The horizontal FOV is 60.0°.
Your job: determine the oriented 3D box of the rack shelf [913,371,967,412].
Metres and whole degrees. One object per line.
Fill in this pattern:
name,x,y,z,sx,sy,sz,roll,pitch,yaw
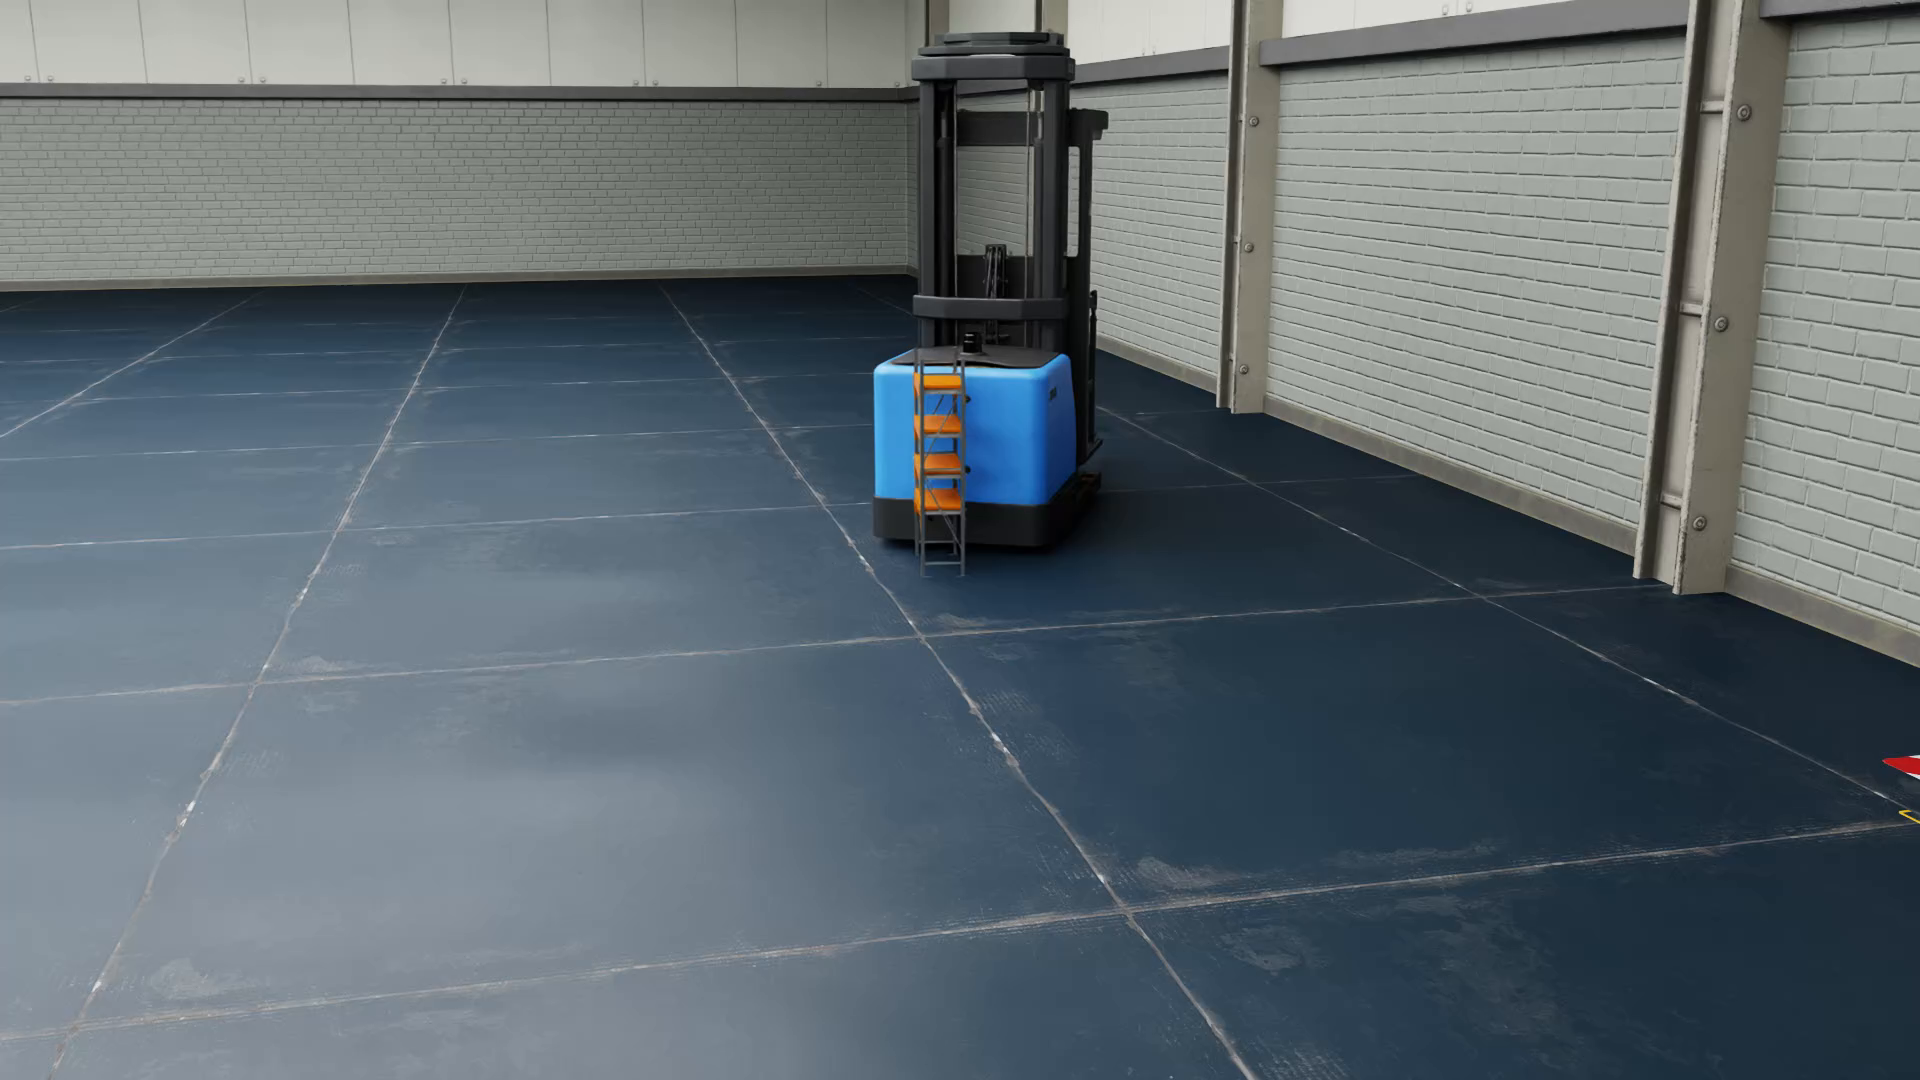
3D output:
rack shelf,-0.115,-0.815,9.081,0.258,0.148,0.480,-1,14,-5

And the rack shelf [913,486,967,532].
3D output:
rack shelf,-0.115,-0.175,9.237,0.258,0.148,0.480,-1,14,-5

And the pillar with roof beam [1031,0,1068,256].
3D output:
pillar with roof beam,-3.121,-6.665,18.249,9.100,9.000,0.400,-3,14,-13

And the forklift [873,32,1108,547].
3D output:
forklift,0.330,-1.689,10.665,1.130,2.935,3.031,3,14,13

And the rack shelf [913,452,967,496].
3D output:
rack shelf,-0.115,-0.368,9.190,0.258,0.148,0.480,-1,14,-5

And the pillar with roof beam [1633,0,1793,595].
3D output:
pillar with roof beam,-0.303,-3.897,6.918,9.100,9.000,0.400,-3,14,-13

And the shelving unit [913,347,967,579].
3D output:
shelving unit,-0.115,-0.434,9.174,0.258,1.200,0.503,-1,14,-5

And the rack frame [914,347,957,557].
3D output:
rack frame,-0.137,-0.491,9.410,0.240,1.200,0.015,-1,14,-5

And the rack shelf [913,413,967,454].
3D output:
rack shelf,-0.115,-0.586,9.137,0.258,0.148,0.480,-1,14,-5

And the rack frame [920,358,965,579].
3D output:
rack frame,-0.093,-0.376,8.938,0.240,1.200,0.015,-1,14,-5

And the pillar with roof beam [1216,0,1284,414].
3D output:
pillar with roof beam,-1.712,-5.281,12.583,9.100,9.000,0.400,-3,14,-13
